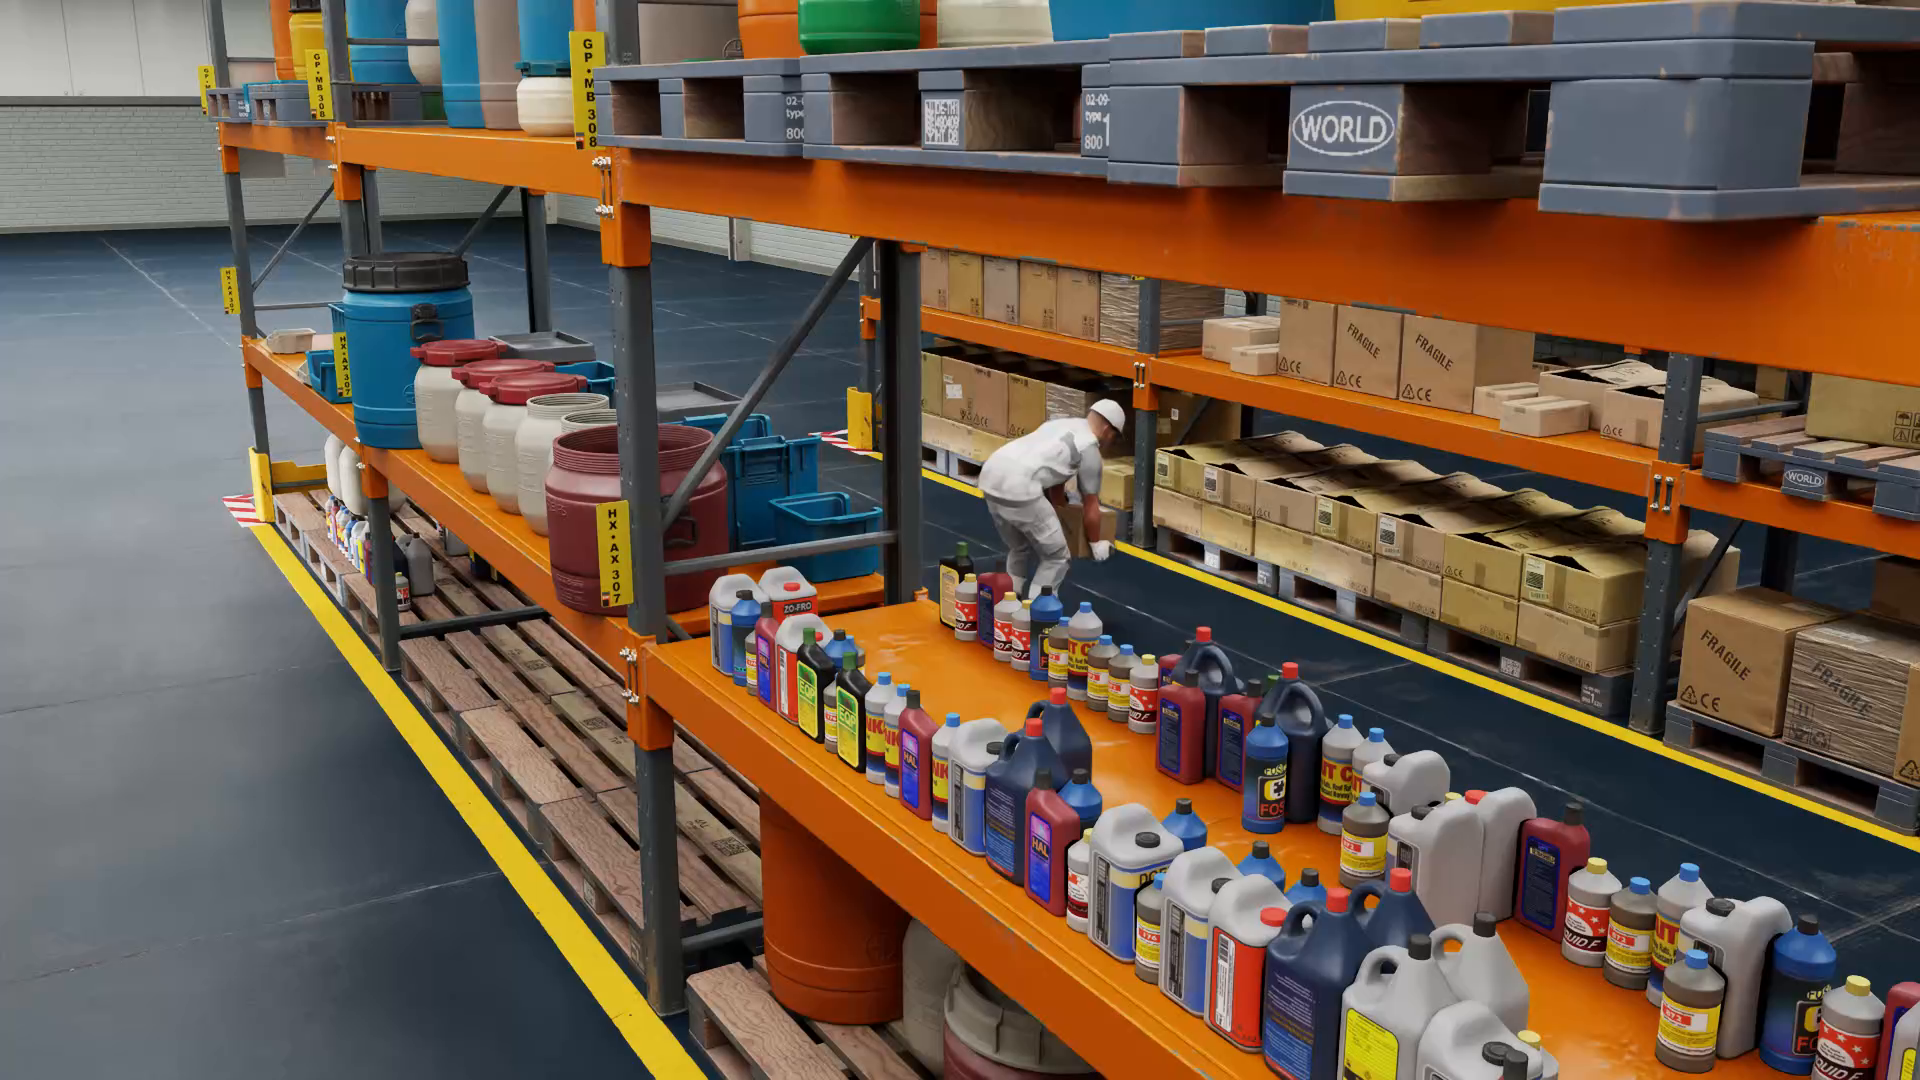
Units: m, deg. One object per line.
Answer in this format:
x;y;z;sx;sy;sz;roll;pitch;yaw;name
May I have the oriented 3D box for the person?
0.532;-0.101;9.269;0.910;1.319;0.495;-9;17;-32;person
